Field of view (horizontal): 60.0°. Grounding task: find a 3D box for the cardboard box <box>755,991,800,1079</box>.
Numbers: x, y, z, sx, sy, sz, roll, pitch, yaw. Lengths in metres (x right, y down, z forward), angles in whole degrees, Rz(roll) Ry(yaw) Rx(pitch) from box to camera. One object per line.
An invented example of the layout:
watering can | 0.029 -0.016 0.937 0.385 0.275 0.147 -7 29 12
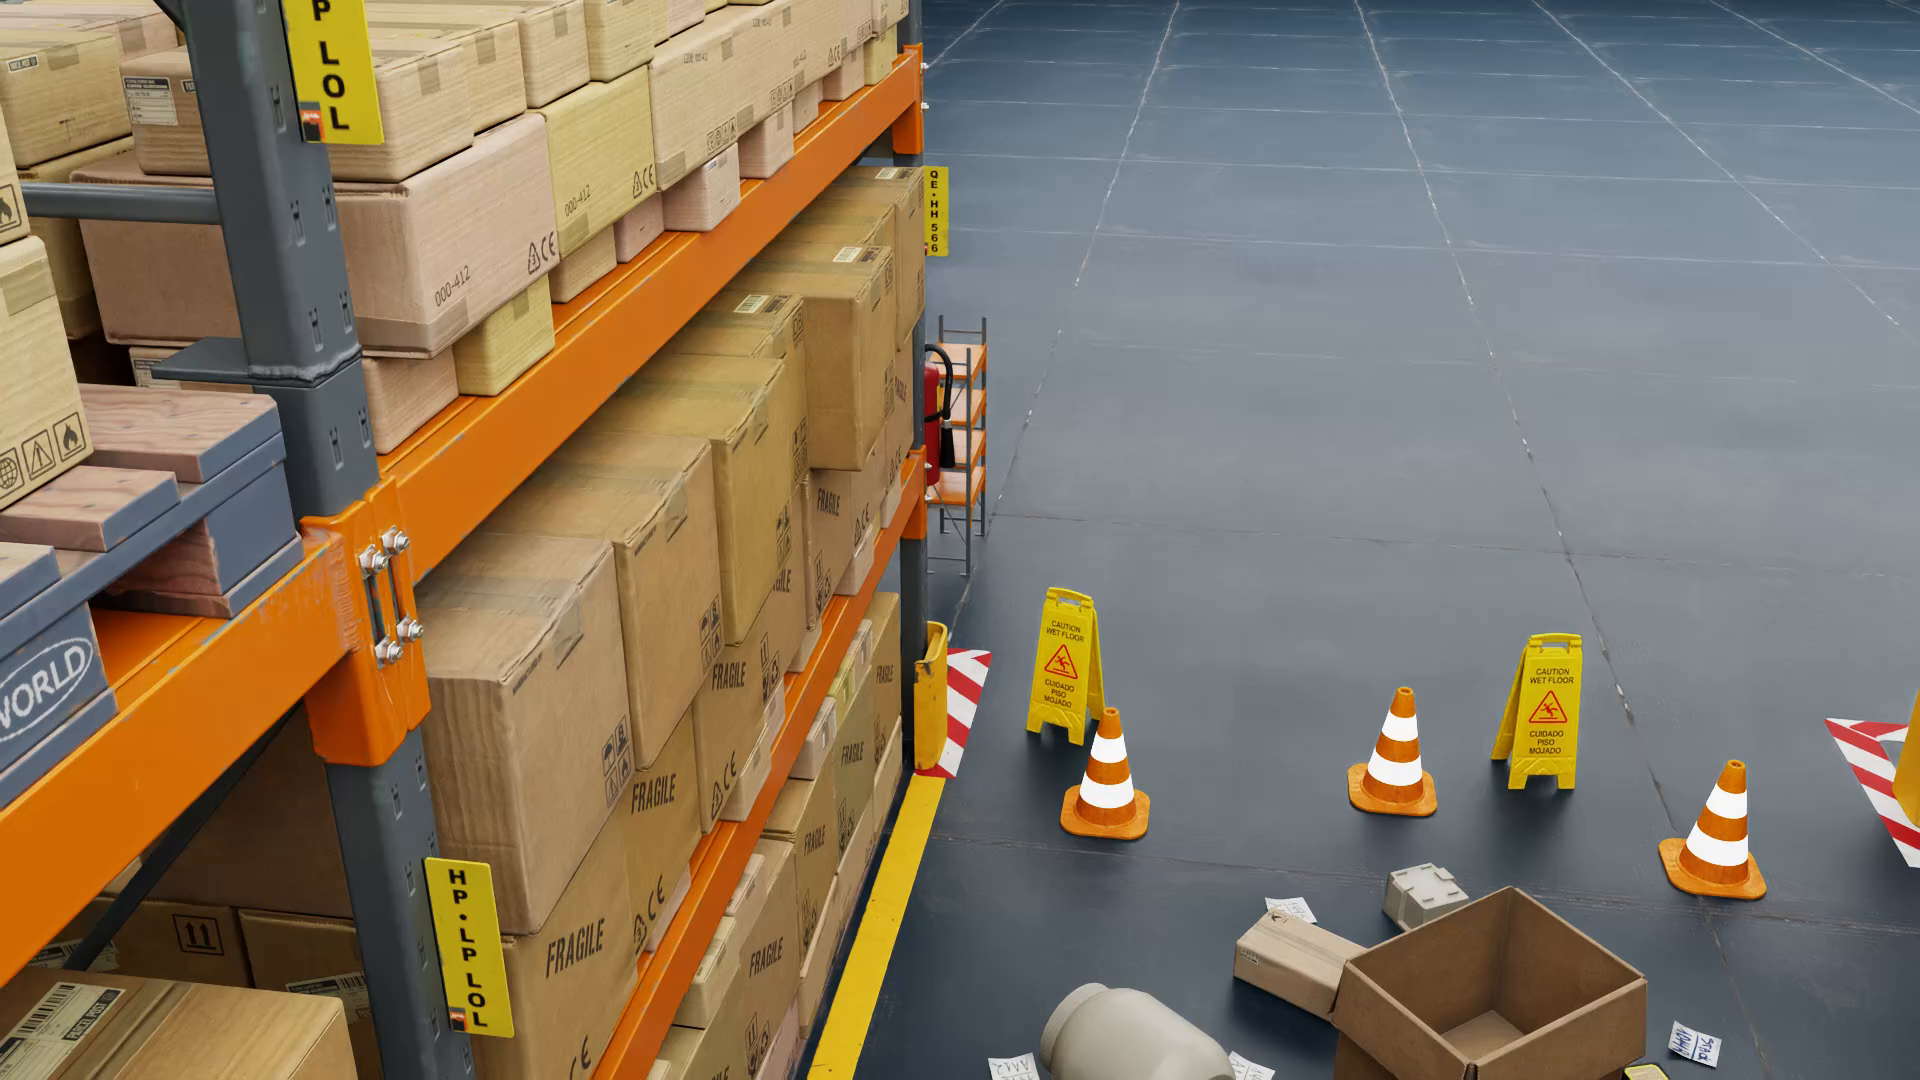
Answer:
cardboard box | -0.767 1.489 4.778 0.500 0.250 0.500 4 25 8

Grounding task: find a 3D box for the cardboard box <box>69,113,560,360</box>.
cardboard box | -0.948 -0.482 2.529 0.500 0.250 0.500 3 25 7

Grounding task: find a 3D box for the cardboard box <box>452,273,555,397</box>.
cardboard box | -0.896 -0.355 2.729 0.380 0.149 0.250 4 25 9

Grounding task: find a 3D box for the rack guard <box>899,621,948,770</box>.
rack guard | -0.648 0.599 6.880 1.175 0.500 0.348 4 25 9

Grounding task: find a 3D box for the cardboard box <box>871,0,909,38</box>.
cardboard box | -0.454 -1.757 5.254 0.500 0.250 0.500 4 25 8

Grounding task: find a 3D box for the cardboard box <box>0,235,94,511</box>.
cardboard box | -1.242 -0.118 1.607 0.500 0.250 0.500 4 25 7

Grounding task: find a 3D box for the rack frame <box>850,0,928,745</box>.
rack frame | -0.636 -0.565 6.418 1.000 3.000 0.127 4 25 9

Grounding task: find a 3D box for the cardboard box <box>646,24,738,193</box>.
cardboard box | -0.778 -0.907 3.437 0.500 0.250 0.500 4 25 9

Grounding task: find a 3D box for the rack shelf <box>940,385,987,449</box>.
rack shelf | -0.027 -0.616 8.281 0.258 0.148 0.480 4 25 9

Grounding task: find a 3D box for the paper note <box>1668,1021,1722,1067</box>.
paper note | 2.340 1.602 5.293 0.144 0.017 0.142 13 28 26

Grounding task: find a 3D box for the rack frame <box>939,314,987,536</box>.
rack frame | 0.013 -0.576 8.566 0.240 1.200 0.015 4 25 9

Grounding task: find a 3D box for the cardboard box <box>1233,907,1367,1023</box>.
cardboard box | 1.143 1.414 5.553 0.380 0.149 0.250 19 31 35

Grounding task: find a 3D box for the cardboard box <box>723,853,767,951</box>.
cardboard box | -0.724 0.926 4.332 0.380 0.149 0.250 5 26 12

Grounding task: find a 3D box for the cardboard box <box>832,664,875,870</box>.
cardboard box | -0.592 0.723 5.532 0.500 0.500 0.500 5 26 10

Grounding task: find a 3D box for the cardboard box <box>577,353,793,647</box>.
cardboard box | -0.790 -0.114 3.806 0.700 0.500 0.500 3 25 7

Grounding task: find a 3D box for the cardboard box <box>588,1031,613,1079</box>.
cardboard box | -0.932 1.003 3.364 0.380 0.149 0.250 5 26 10

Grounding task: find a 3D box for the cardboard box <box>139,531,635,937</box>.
cardboard box | -1.004 0.307 2.909 0.700 0.500 0.500 4 25 8

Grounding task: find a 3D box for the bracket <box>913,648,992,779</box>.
bracket | -0.604 0.689 7.278 1.378 0.001 1.079 4 25 9

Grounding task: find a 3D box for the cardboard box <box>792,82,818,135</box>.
cardboard box | -0.605 -1.217 4.569 0.380 0.149 0.250 4 25 8

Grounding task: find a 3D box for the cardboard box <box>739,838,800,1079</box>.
cardboard box | -0.765 1.154 4.609 0.500 0.500 0.500 5 26 11

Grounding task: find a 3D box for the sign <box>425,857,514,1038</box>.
sign | -0.741 0.621 2.519 0.100 0.325 0.005 4 25 9

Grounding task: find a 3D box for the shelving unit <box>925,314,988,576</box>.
shelving unit | -0.027 -0.474 8.348 0.258 1.200 0.503 4 25 9

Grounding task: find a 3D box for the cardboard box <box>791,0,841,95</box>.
cardboard box | -0.617 -1.330 4.340 0.500 0.250 0.500 5 25 10

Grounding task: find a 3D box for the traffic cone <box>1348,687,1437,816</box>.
traffic cone | 1.717 0.788 6.520 0.336 0.463 0.334 4 25 9

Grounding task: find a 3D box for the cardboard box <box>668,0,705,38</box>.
cardboard box | -0.757 -1.155 3.497 0.380 0.149 0.250 4 25 8

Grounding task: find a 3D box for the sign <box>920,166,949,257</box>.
sign | -3.740 -0.998 2.291 6.174 3.135 7.992 4 25 9

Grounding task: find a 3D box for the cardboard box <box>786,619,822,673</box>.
cardboard box | -0.626 0.260 4.952 0.380 0.149 0.250 4 25 8

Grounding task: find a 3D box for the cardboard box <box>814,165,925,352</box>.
cardboard box | -0.504 -0.969 5.633 0.700 0.500 0.500 3 25 7

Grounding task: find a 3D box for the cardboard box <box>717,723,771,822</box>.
cardboard box | -0.703 0.578 4.273 0.380 0.149 0.250 4 25 9

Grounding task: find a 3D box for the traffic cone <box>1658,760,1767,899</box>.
traffic cone | 2.776 1.009 6.049 0.336 0.463 0.334 4 25 9

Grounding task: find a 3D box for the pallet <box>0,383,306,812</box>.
pallet | -1.496 0.086 1.712 1.213 0.211 1.003 4 25 9

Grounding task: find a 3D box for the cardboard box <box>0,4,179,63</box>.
cardboard box | -1.486 -0.759 2.651 0.380 0.149 0.250 3 25 7

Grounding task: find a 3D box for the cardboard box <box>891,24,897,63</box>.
cardboard box | -0.418 -1.641 5.475 0.380 0.149 0.250 4 25 9

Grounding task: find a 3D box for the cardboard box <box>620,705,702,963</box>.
cardboard box | -0.884 0.552 3.563 0.500 0.500 0.500 4 25 8

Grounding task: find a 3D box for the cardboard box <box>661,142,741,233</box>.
cardboard box | -0.699 -0.783 3.642 0.380 0.149 0.250 4 25 7

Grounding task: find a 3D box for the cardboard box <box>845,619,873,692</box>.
cardboard box | -0.503 0.368 5.523 0.380 0.149 0.250 5 26 10

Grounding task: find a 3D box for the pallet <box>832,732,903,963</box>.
pallet | -0.816 1.067 6.220 1.003 0.211 1.213 4 25 9

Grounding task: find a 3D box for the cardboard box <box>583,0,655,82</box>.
cardboard box | -0.781 -0.935 3.027 0.380 0.149 0.250 4 25 8

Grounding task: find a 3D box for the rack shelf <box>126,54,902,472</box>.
rack shelf | -0.963 -0.849 4.106 0.919 0.124 3.809 4 25 9

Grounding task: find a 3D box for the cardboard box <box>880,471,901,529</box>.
cardboard box | -0.418 -0.166 5.863 0.380 0.149 0.250 4 25 8

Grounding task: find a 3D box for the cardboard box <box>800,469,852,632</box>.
cardboard box | -0.624 -0.080 4.915 0.500 0.500 0.500 4 25 8

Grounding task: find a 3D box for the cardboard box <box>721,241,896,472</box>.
cardboard box | -0.576 -0.537 4.711 0.700 0.500 0.500 4 25 8

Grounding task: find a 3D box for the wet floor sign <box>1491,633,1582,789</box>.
wet floor sign | 2.315 0.653 6.594 0.267 0.644 0.232 0 25 -1

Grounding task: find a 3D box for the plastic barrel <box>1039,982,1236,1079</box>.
plastic barrel | 0.520 1.571 4.894 0.421 0.421 0.512 -20 32 -36

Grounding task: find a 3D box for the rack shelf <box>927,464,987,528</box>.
rack shelf | -0.027 -0.233 8.460 0.258 0.148 0.480 4 25 9

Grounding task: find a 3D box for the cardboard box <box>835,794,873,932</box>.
cardboard box | -0.595 1.063 5.688 0.500 0.250 0.500 4 25 9
